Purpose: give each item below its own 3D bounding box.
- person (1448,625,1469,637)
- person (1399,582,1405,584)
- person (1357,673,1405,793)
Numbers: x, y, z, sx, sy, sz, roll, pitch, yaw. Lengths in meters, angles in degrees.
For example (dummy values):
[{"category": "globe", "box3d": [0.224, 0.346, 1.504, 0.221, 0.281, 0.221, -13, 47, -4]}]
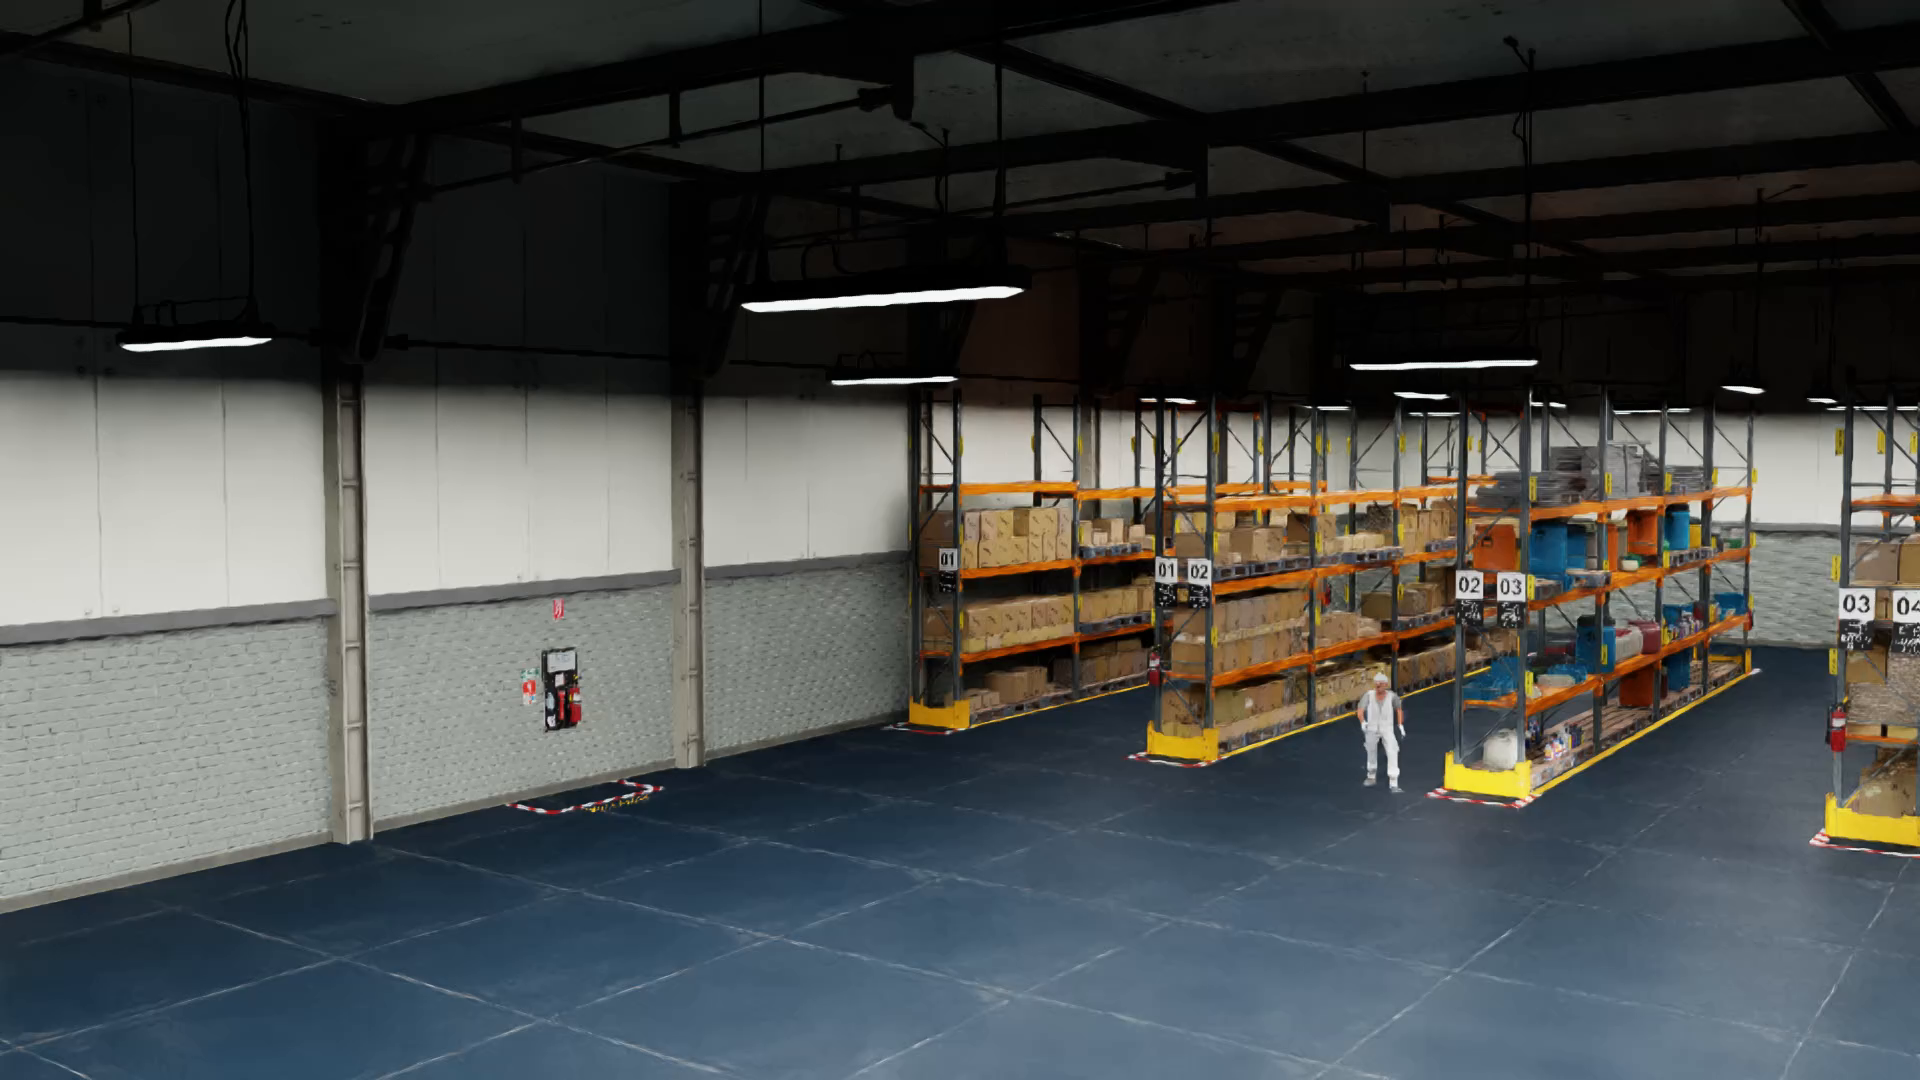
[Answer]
[{"category": "person", "box3d": [12.702, 1.805, 42.254, 0.595, 1.588, 0.472, -1, 3, -11]}, {"category": "person", "box3d": [10.398, 1.875, 39.210, 0.492, 1.765, 0.628, 0, 3, 7]}, {"category": "person", "box3d": [6.100, 2.759, 24.094, 0.675, 1.720, 0.842, 1, 3, 19]}]
